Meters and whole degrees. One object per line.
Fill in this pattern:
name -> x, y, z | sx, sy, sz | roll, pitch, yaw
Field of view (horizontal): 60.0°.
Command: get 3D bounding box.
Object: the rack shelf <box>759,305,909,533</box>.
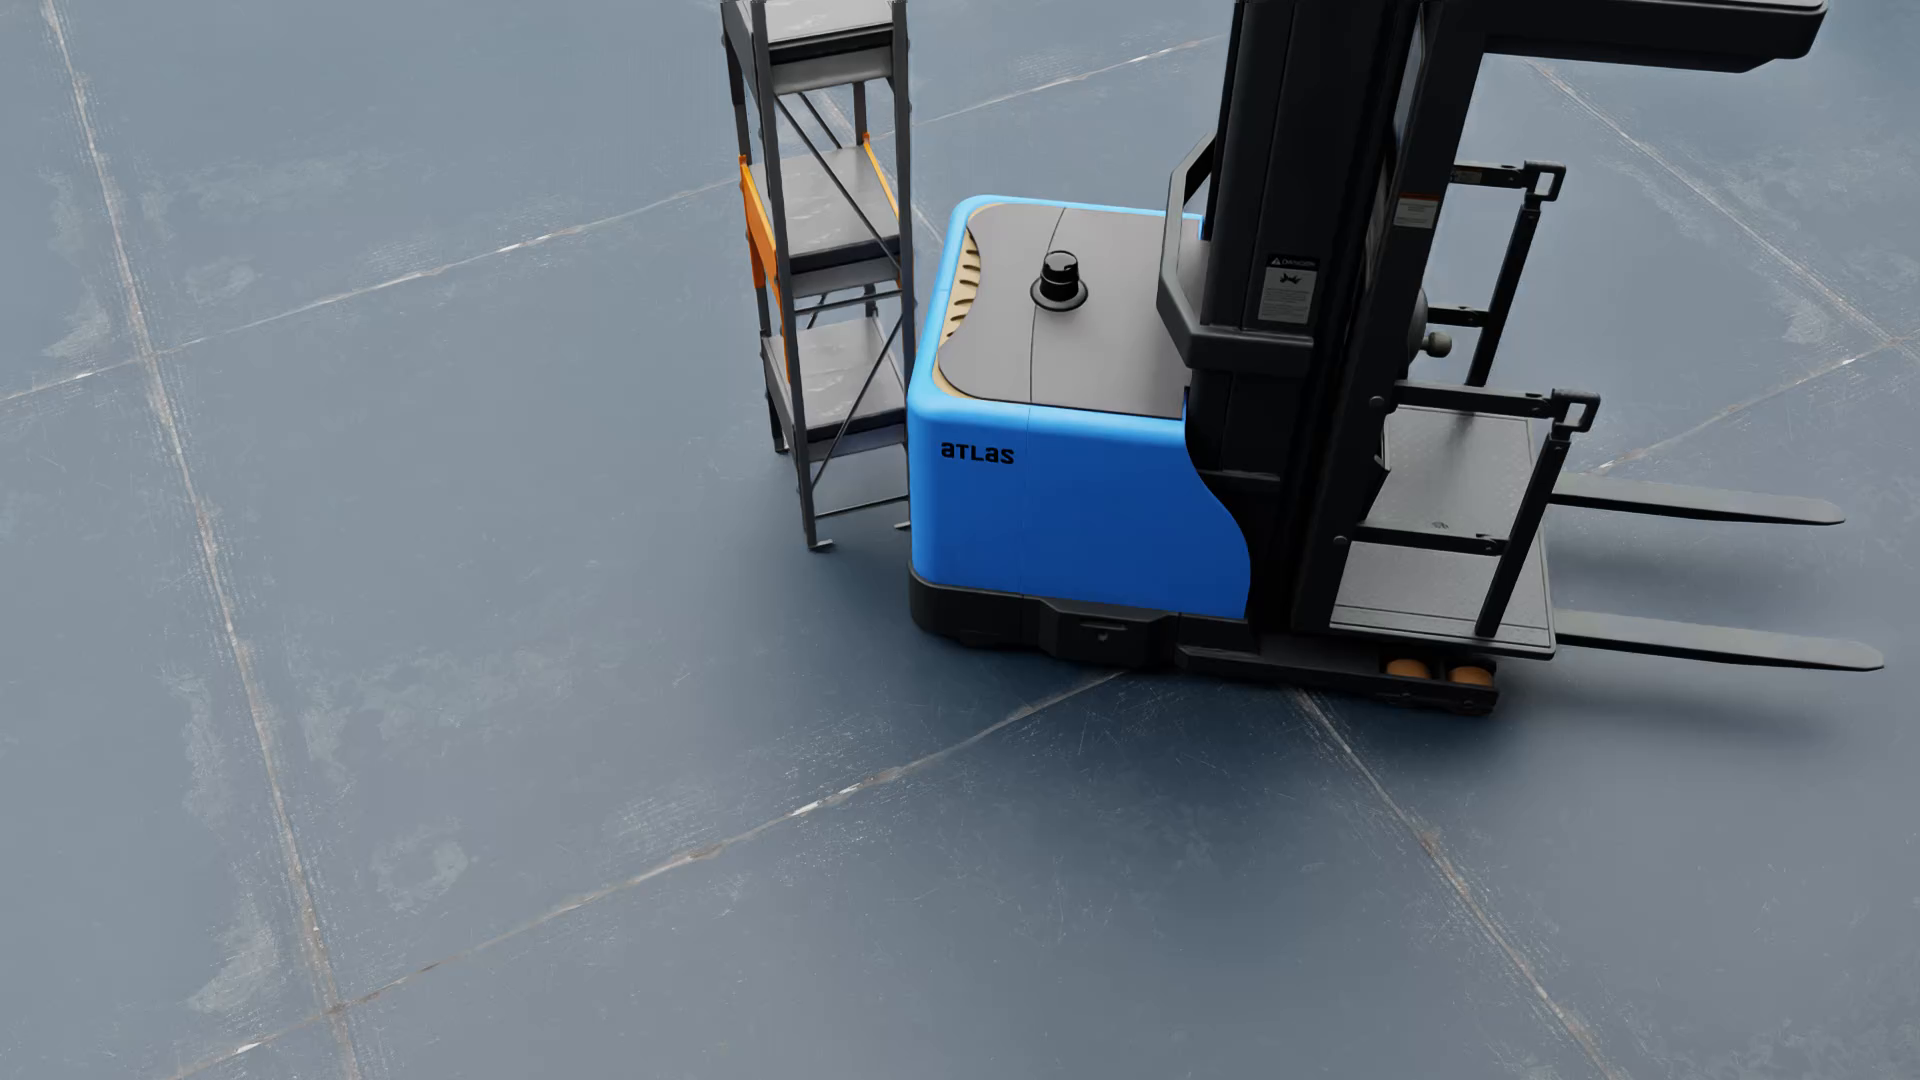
rack shelf -> -0.406, -0.412, 5.663 | 0.431, 0.518, 0.480 | -13, 50, -11

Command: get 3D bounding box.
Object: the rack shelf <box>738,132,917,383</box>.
rack shelf -> -0.406, -0.873, 5.136 | 0.431, 0.518, 0.480 | -13, 50, -11

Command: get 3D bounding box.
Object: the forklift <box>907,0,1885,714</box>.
forklift -> 1.397, -0.845, 4.542 | 3.031, 2.935, 1.130 | 6, 49, 6

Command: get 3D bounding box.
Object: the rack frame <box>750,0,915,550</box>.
rack frame -> -0.333, -0.706, 4.973 | 0.400, 2.100, 0.015 | -13, 50, -11

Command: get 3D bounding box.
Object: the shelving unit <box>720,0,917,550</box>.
shelving unit -> -0.406, -0.882, 5.126 | 0.431, 2.100, 0.503 | -13, 50, -11

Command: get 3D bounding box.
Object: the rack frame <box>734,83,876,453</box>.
rack frame -> -0.479, -1.057, 5.280 | 0.400, 2.100, 0.015 | -13, 50, -11

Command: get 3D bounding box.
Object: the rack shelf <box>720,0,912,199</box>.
rack shelf -> -0.406, -1.334, 4.610 | 0.431, 0.518, 0.480 | -13, 50, -11
